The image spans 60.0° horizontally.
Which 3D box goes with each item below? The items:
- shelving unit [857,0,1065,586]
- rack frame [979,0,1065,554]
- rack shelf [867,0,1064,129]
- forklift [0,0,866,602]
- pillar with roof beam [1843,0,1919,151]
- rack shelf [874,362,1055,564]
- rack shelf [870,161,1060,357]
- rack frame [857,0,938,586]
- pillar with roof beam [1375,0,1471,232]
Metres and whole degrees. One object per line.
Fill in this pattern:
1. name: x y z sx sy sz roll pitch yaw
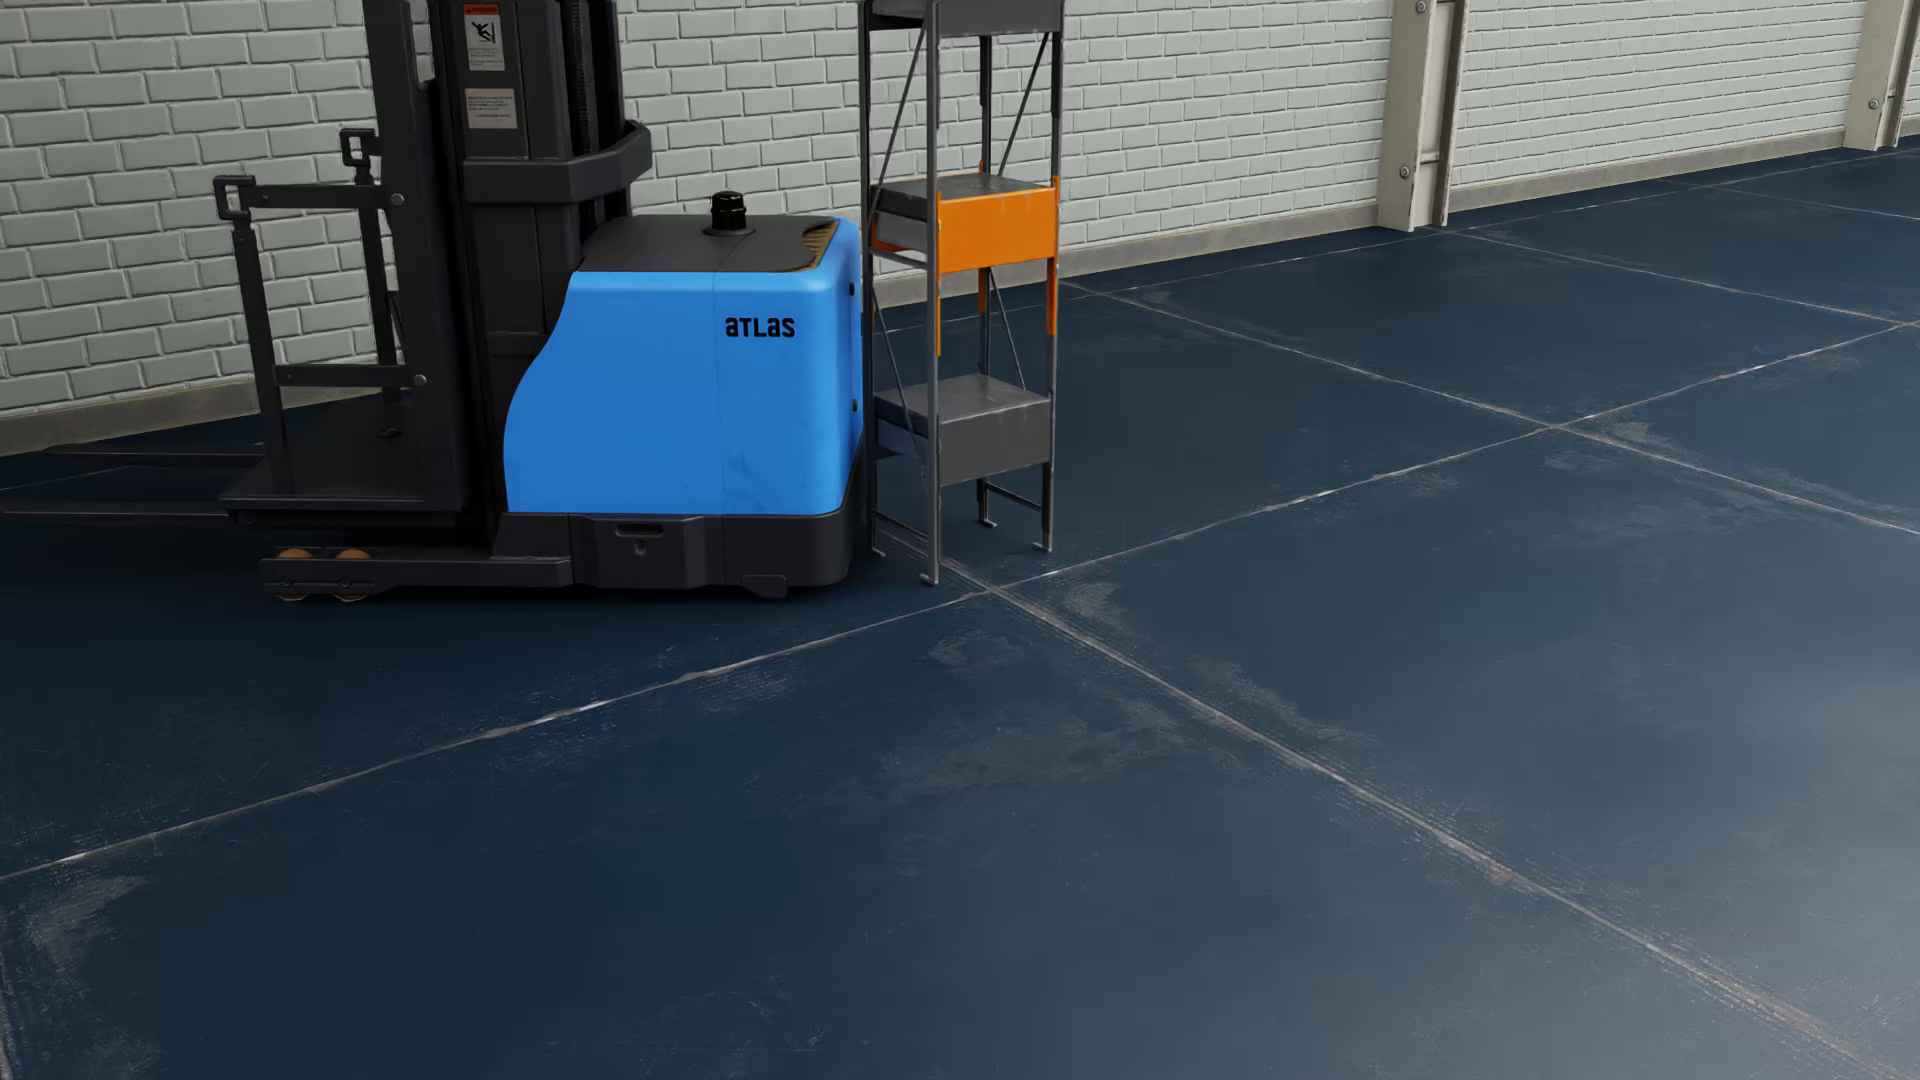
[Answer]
1. shelving unit: 0.001 -0.939 5.409 0.503 2.100 0.431 -15 26 -34
2. rack frame: 0.197 -0.992 5.545 0.015 2.100 0.400 -15 26 -34
3. rack shelf: 0.003 -1.579 5.160 0.480 0.518 0.431 -15 26 -34
4. forklift: -1.869 -1.355 5.338 3.031 2.935 1.130 1 22 2
5. pillar with roof beam: 10.424 -6.313 9.575 0.400 9.000 9.100 -15 26 -33
6. rack shelf: -0.001 -0.274 5.668 0.480 0.518 0.431 -15 26 -34
7. rack shelf: 0.001 -0.927 5.414 0.480 0.518 0.431 -15 26 -34
8. rack frame: -0.194 -0.887 5.273 0.015 2.100 0.400 -15 26 -34
9. pillar with roof beam: 5.554 -5.014 6.320 0.400 9.000 9.100 -15 26 -33
